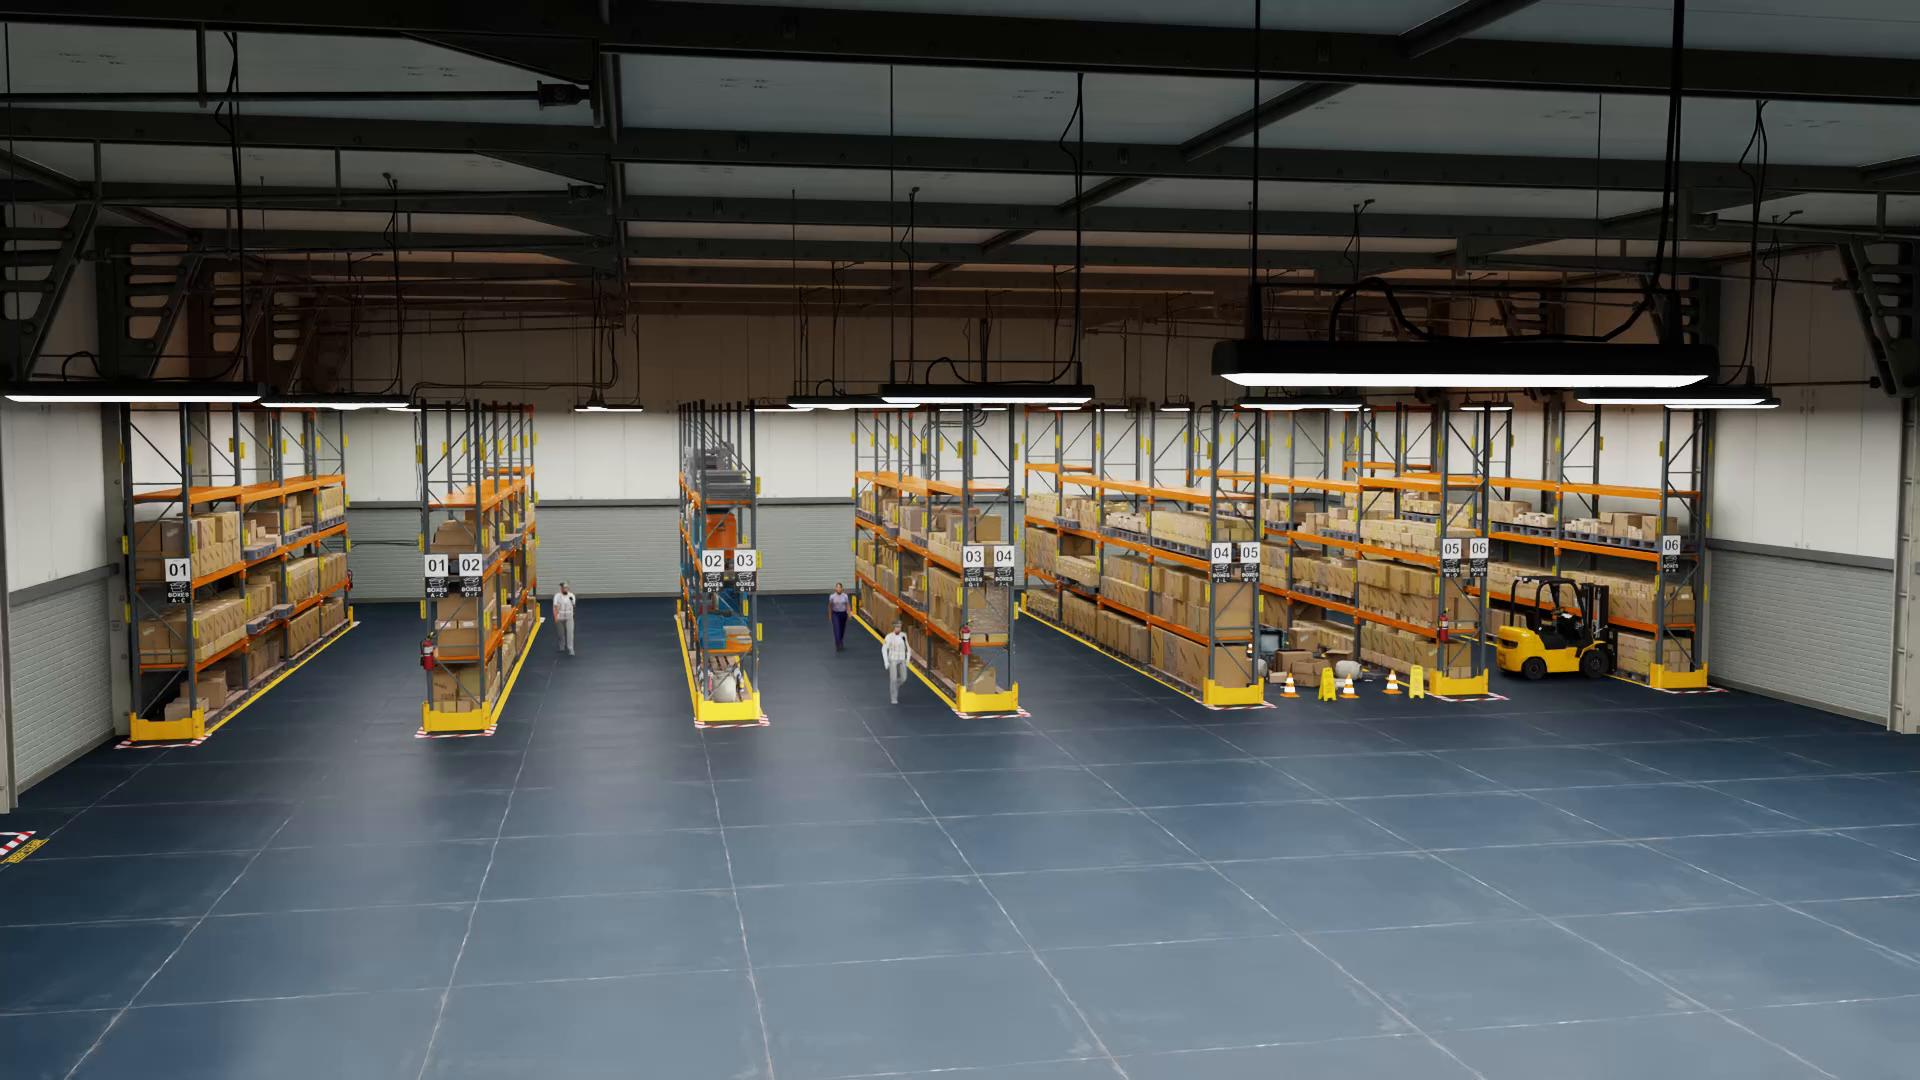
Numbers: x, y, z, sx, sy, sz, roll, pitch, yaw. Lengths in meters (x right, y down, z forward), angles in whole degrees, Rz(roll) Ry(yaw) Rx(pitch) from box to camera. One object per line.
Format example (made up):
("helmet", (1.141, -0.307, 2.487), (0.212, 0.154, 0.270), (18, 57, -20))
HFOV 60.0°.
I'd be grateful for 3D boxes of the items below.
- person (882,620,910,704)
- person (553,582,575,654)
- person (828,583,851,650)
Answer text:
("person", (-1.290, 2.410, 33.193), (0.583, 1.647, 0.548), (-2, 5, -21))
("person", (-9.455, 1.840, 39.730), (0.529, 1.711, 1.054), (-1, 4, -15))
("person", (-2.943, 1.859, 40.624), (0.520, 1.565, 1.034), (-1, 4, -14))
